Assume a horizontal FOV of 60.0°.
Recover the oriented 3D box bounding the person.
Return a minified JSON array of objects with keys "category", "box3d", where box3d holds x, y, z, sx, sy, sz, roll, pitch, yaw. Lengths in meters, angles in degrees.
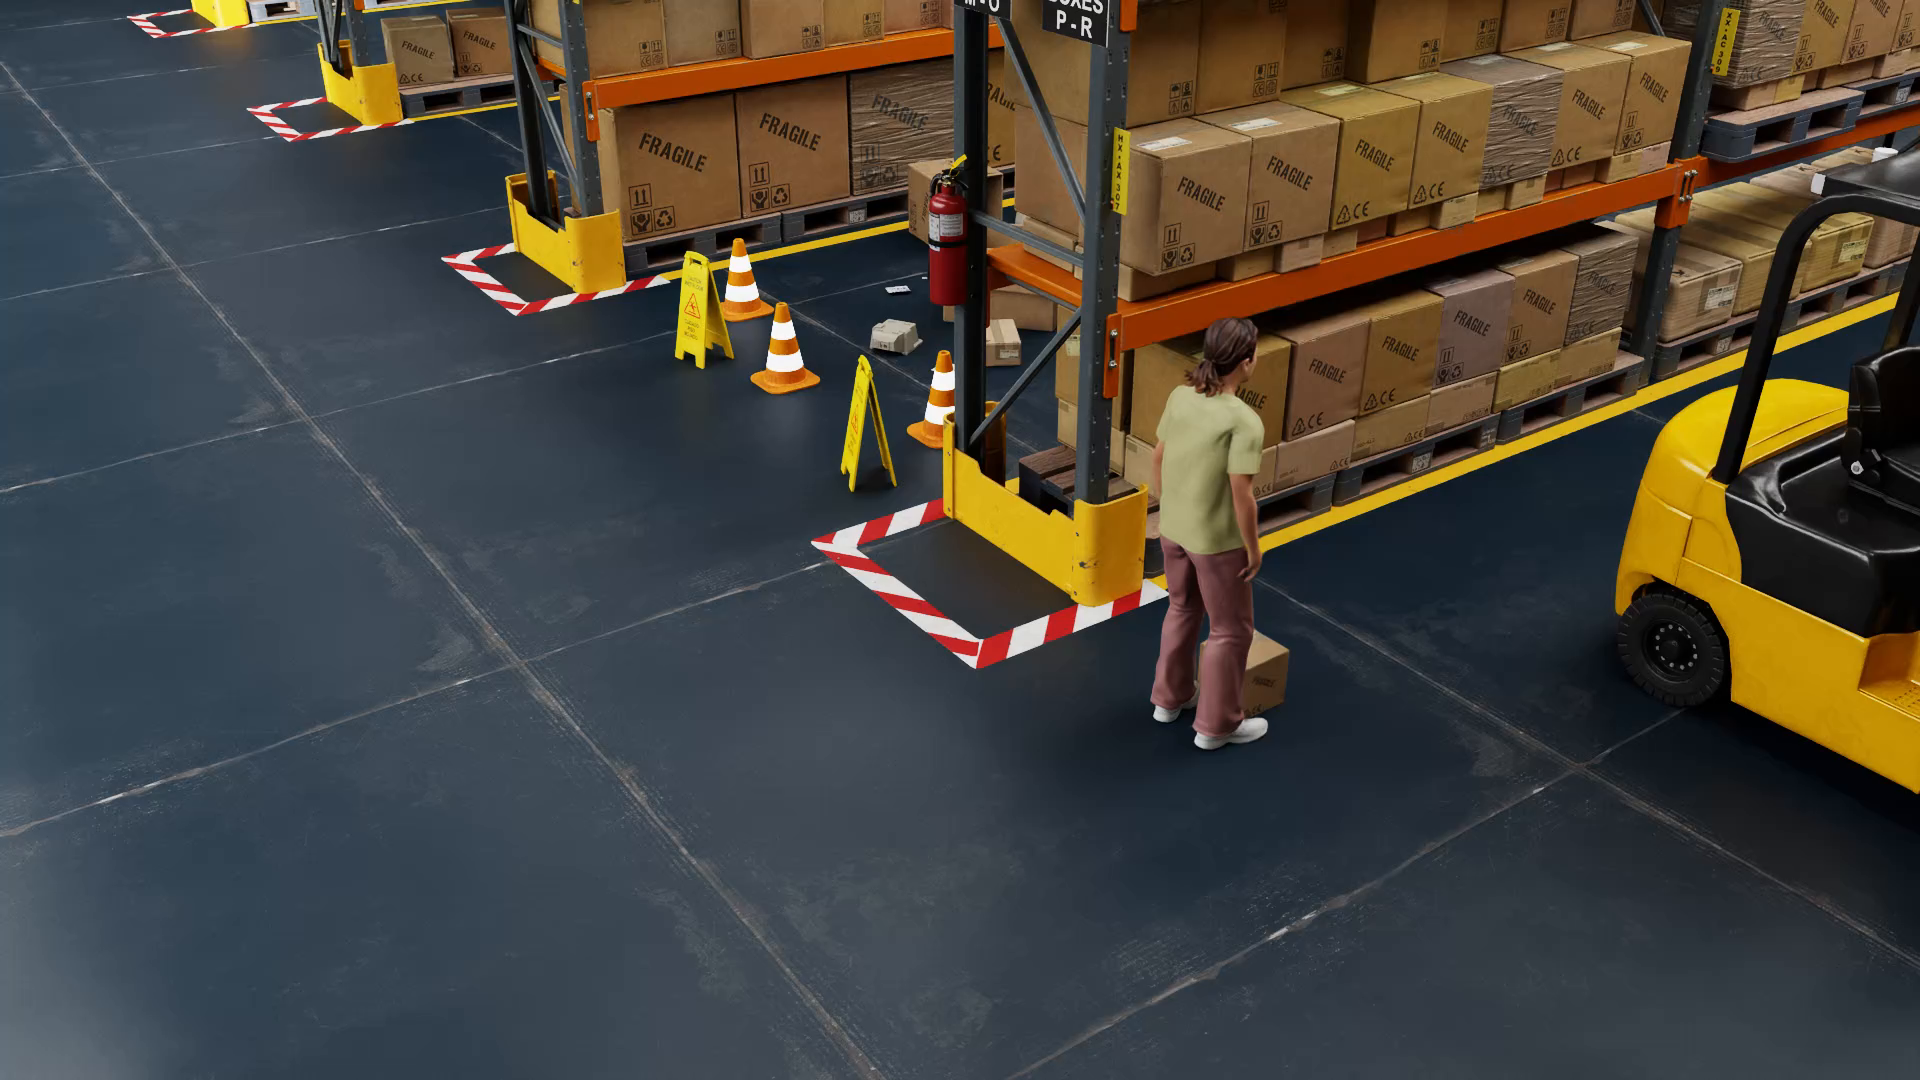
[{"category":"person","box3d":[0.928,0.085,6.216,0.357,1.437,0.492,-20,35,-32]}]
